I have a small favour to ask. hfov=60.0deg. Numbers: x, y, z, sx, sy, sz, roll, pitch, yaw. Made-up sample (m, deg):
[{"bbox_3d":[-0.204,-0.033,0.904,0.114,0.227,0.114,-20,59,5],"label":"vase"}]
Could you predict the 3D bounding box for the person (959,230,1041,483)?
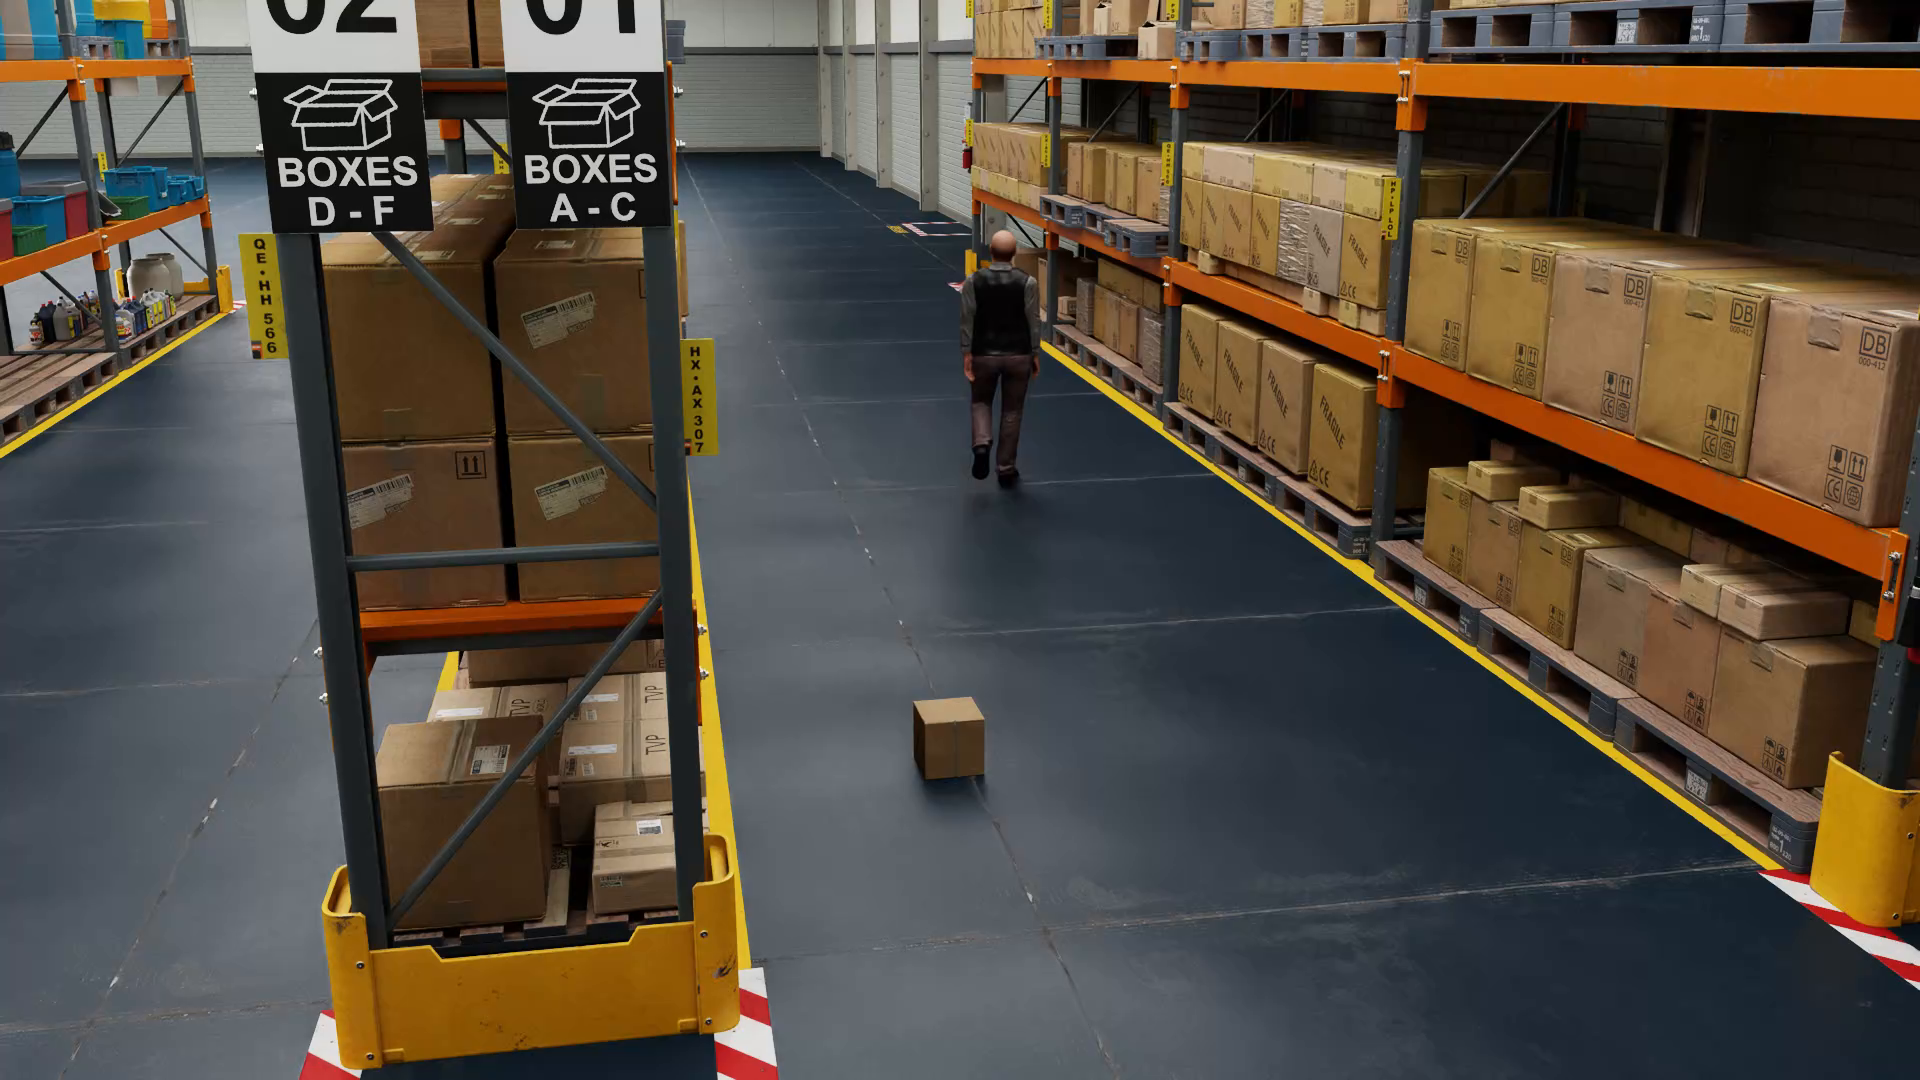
[{"bbox_3d":[0.270,-1.226,11.211,0.544,1.710,0.498,2,16,6],"label":"person"}]
